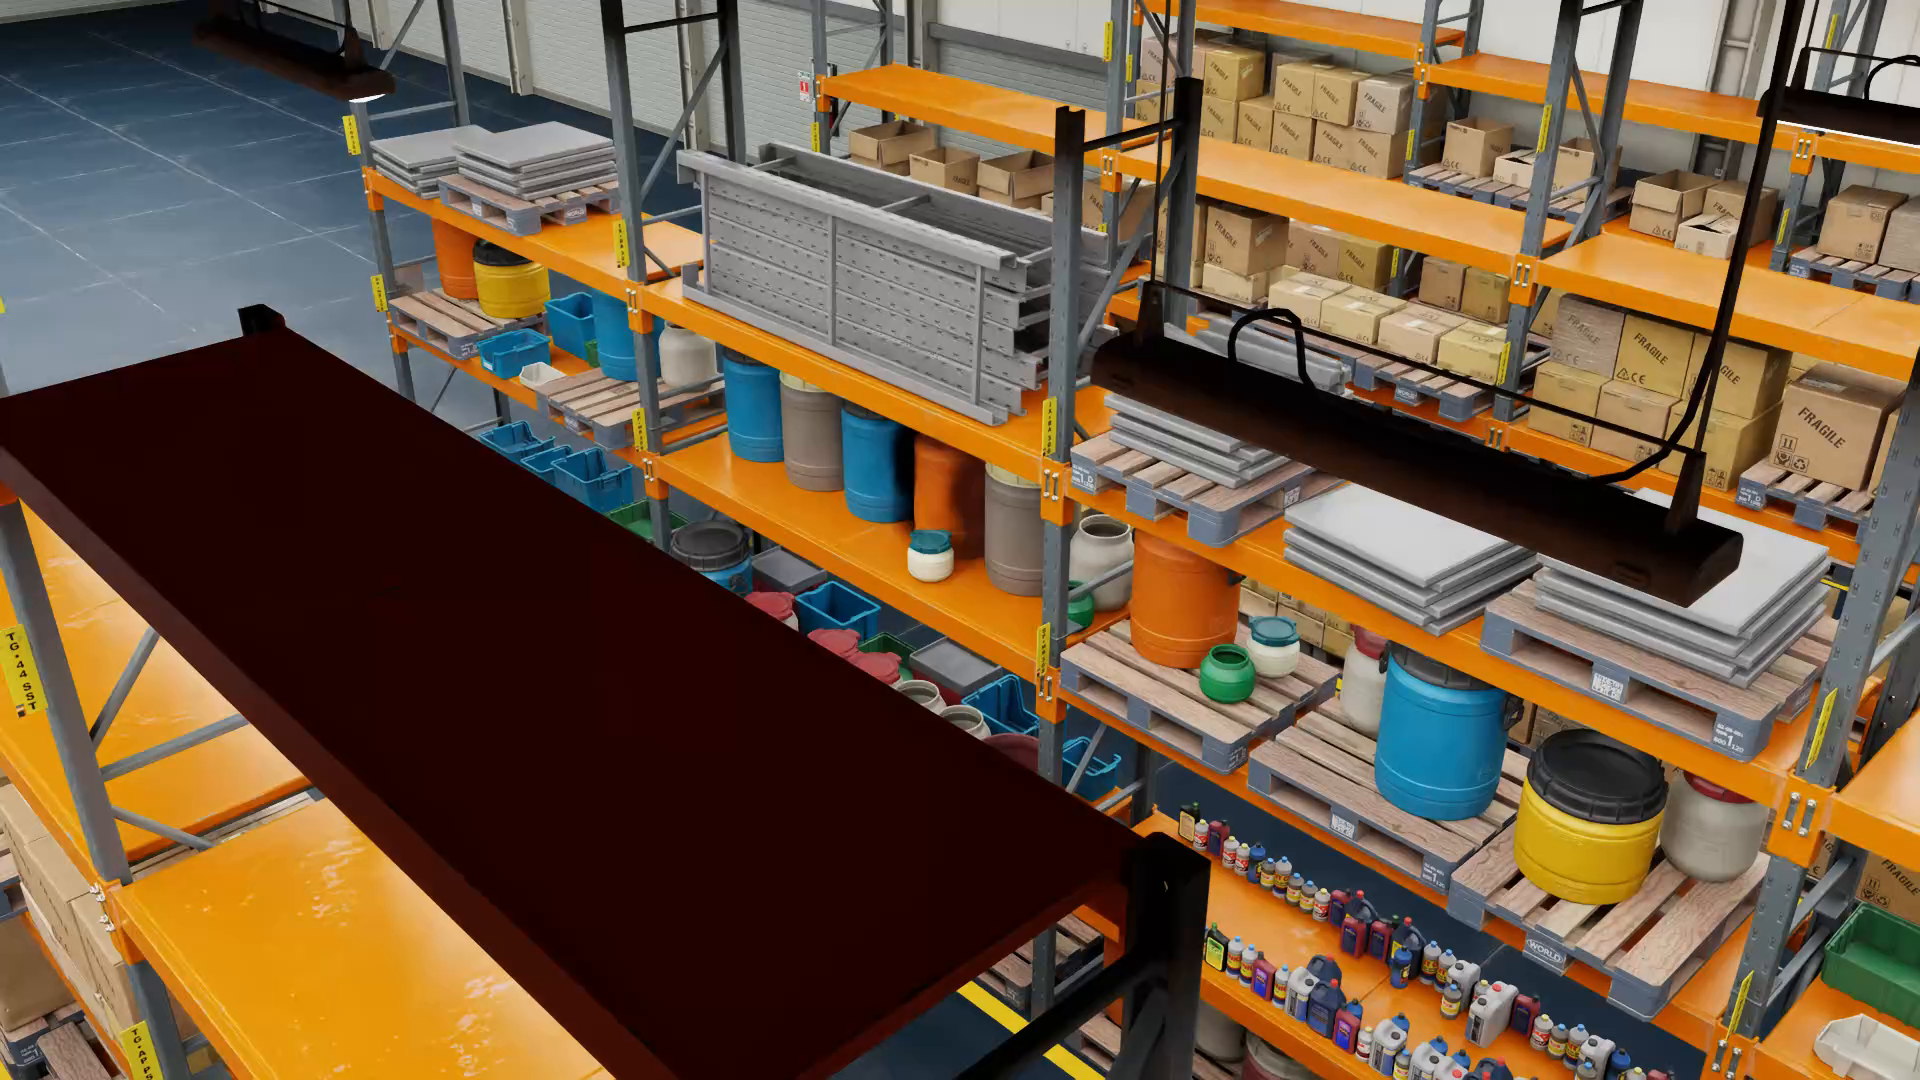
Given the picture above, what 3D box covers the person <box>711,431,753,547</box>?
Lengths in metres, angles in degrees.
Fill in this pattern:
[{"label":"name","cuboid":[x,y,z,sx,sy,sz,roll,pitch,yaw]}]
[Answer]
[{"label":"person","cuboid":[-2.211,-0.774,16.517,0.631,1.843,0.402,20,34,32]}]
